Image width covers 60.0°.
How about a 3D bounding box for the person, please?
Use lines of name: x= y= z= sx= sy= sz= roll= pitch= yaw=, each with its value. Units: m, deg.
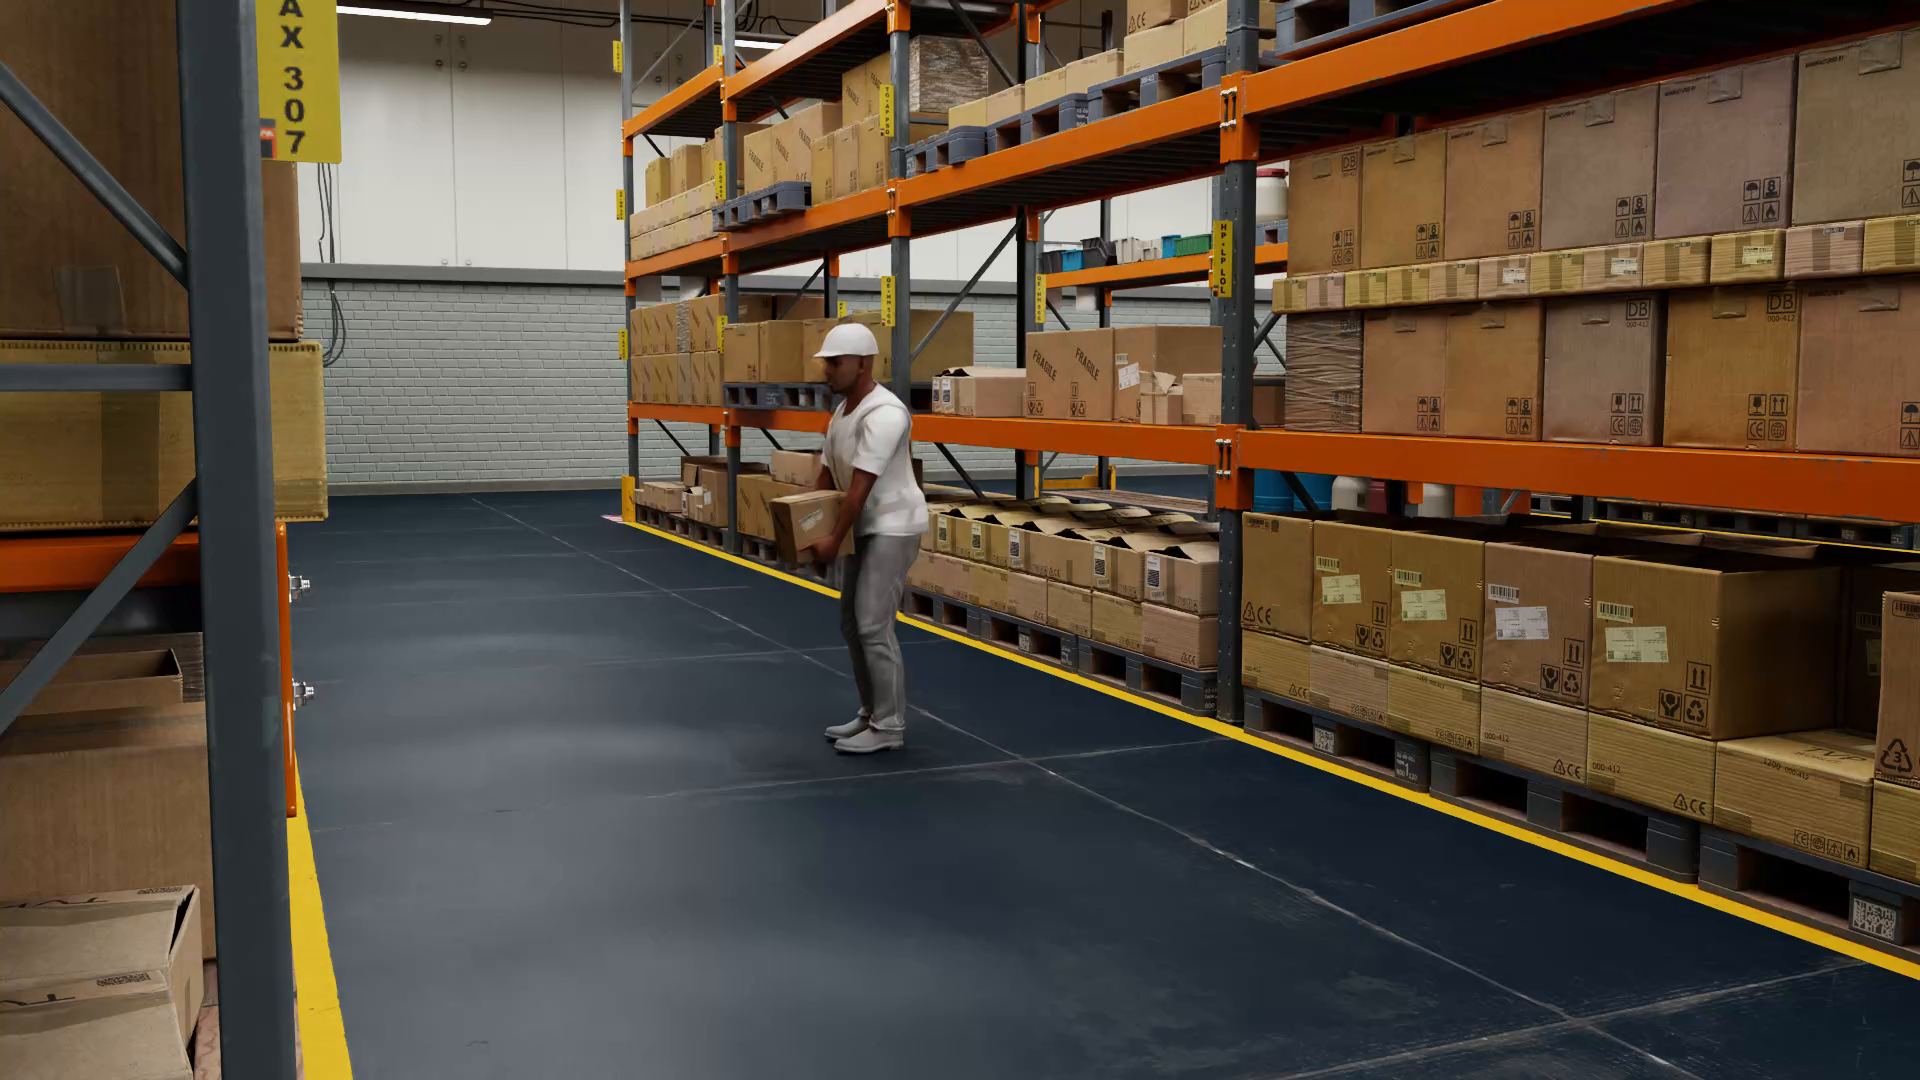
person: x=-0.427 y=-0.010 z=6.841 sx=0.592 sy=1.746 sz=0.501 roll=-2 pitch=6 yaw=-25
